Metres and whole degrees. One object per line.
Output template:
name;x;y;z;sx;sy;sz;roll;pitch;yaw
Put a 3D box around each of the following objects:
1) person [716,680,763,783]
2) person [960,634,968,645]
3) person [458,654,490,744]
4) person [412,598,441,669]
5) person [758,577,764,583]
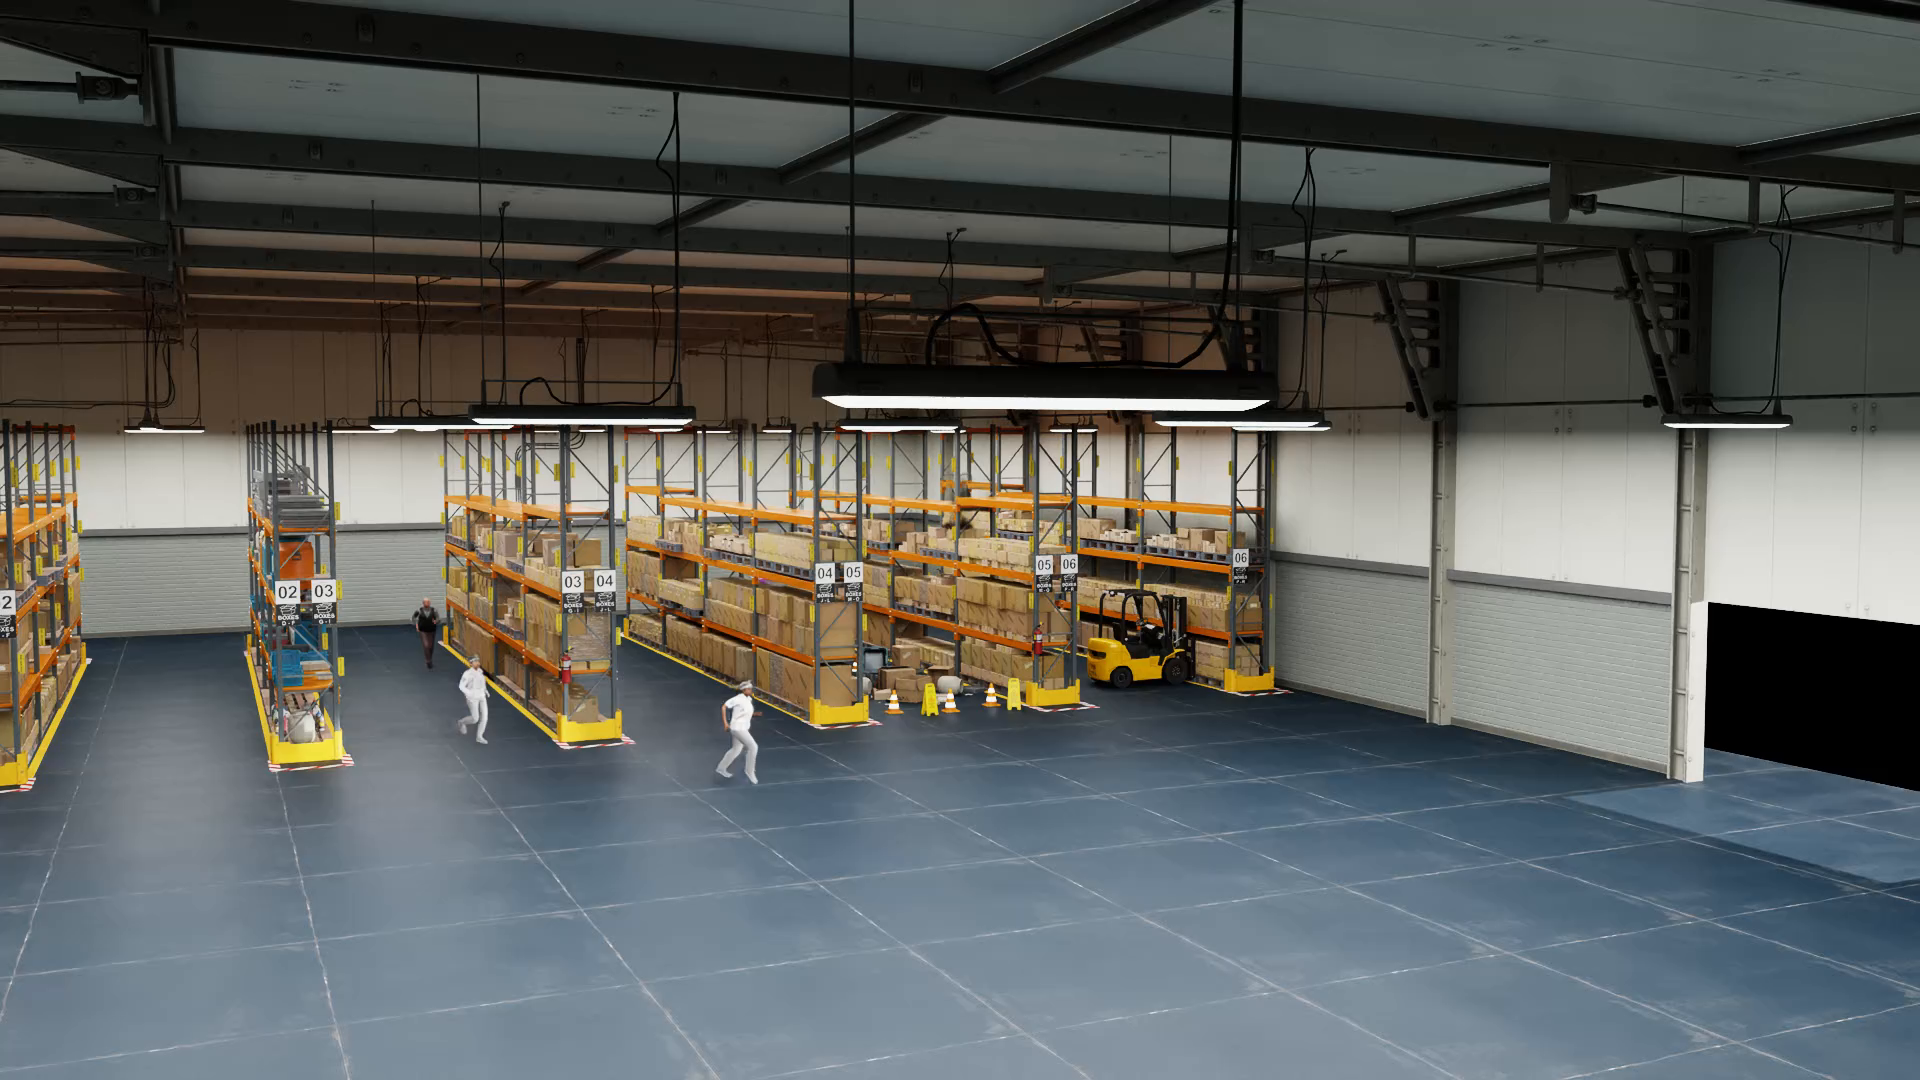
person;-3.667;3.170;27.532;0.836;1.723;0.599;1;4;16
person;0.093;2.100;44.466;0.636;1.722;0.847;-1;4;-22
person;-9.087;2.957;31.106;0.689;1.674;0.630;2;4;34
person;-13.193;2.284;41.165;0.668;1.722;0.868;-2;4;-26
person;-6.251;1.696;50.692;0.580;1.717;0.699;-2;4;-35
